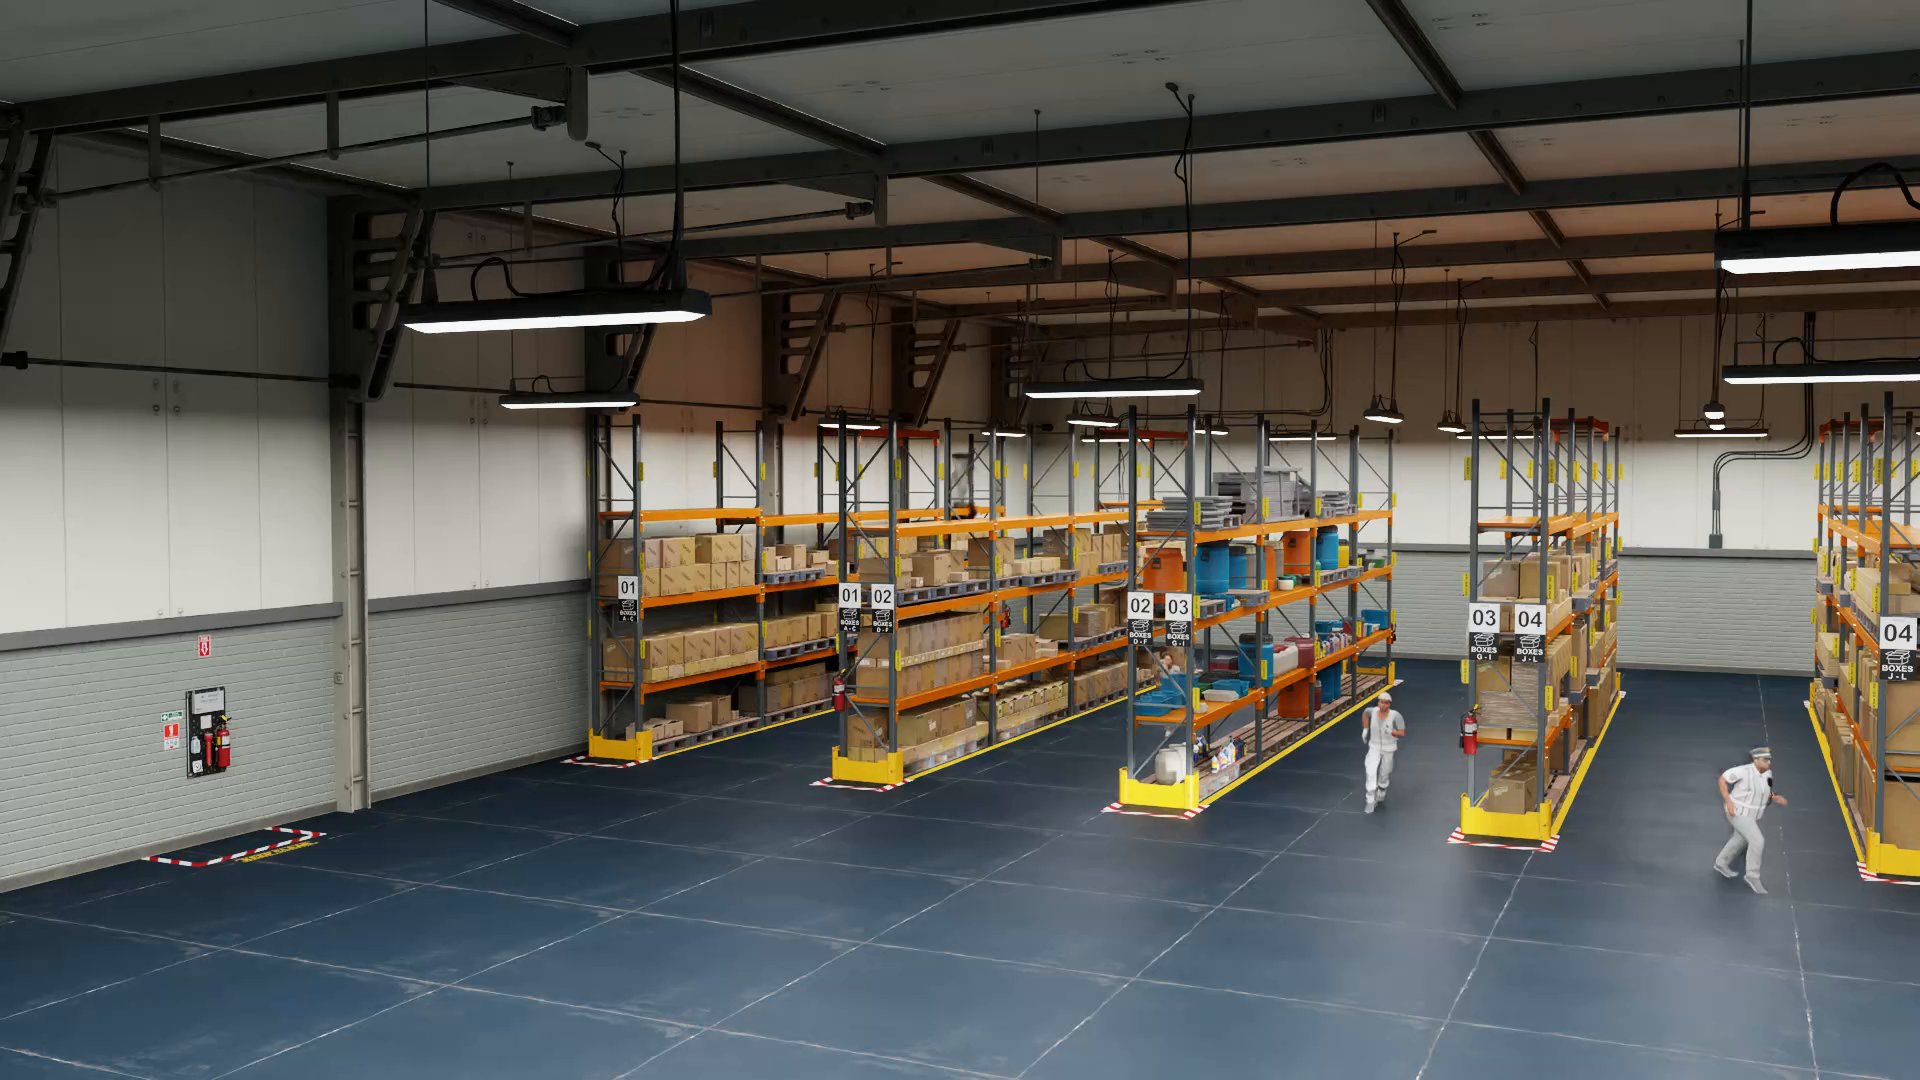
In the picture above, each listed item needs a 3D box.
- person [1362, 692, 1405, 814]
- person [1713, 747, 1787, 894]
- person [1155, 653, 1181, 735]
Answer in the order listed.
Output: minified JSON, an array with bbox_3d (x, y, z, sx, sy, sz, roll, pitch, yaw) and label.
[{"bbox_3d":[6.245,3.133,24.547,0.651,1.820,0.876,1,3,21],"label":"person"},{"bbox_3d":[9.456,3.339,20.060,0.677,1.773,0.931,-1,3,-27],"label":"person"},{"bbox_3d":[3.920,2.911,31.330,0.553,1.593,0.760,1,2,16],"label":"person"}]
